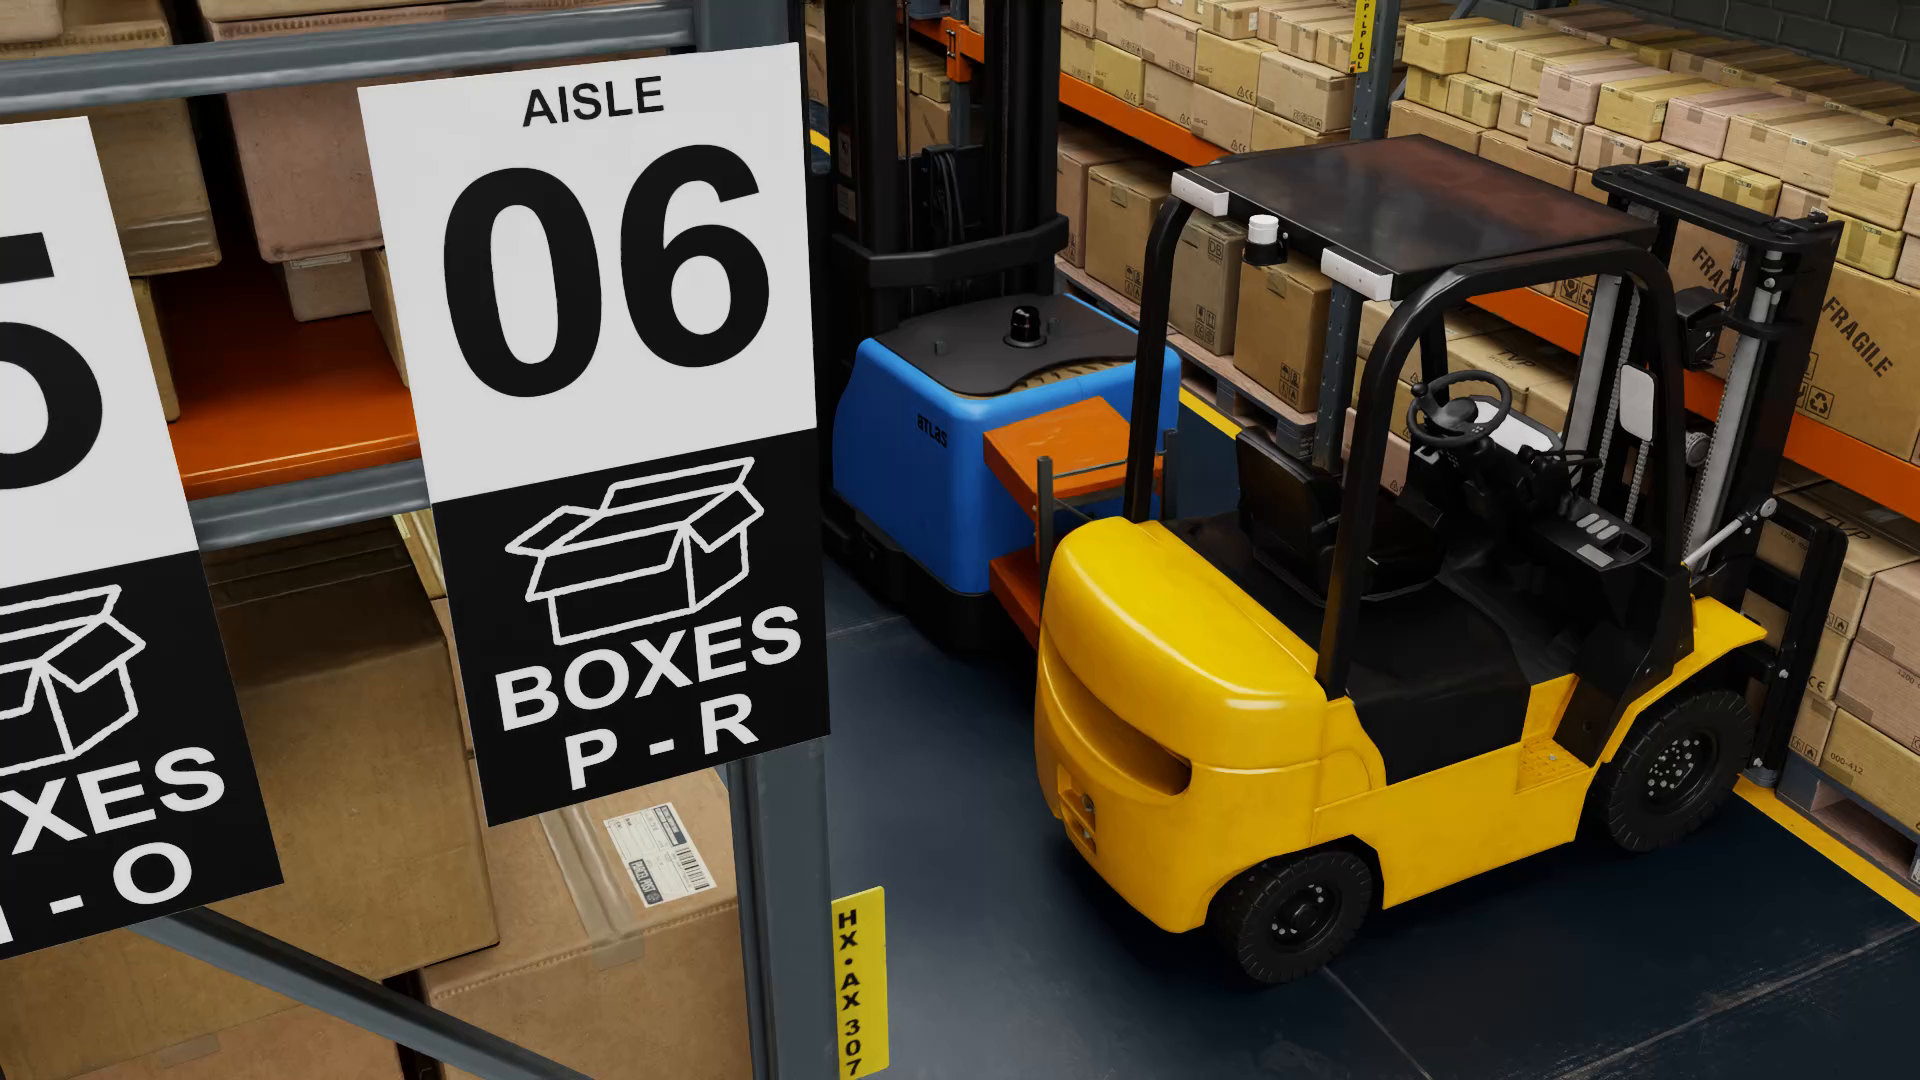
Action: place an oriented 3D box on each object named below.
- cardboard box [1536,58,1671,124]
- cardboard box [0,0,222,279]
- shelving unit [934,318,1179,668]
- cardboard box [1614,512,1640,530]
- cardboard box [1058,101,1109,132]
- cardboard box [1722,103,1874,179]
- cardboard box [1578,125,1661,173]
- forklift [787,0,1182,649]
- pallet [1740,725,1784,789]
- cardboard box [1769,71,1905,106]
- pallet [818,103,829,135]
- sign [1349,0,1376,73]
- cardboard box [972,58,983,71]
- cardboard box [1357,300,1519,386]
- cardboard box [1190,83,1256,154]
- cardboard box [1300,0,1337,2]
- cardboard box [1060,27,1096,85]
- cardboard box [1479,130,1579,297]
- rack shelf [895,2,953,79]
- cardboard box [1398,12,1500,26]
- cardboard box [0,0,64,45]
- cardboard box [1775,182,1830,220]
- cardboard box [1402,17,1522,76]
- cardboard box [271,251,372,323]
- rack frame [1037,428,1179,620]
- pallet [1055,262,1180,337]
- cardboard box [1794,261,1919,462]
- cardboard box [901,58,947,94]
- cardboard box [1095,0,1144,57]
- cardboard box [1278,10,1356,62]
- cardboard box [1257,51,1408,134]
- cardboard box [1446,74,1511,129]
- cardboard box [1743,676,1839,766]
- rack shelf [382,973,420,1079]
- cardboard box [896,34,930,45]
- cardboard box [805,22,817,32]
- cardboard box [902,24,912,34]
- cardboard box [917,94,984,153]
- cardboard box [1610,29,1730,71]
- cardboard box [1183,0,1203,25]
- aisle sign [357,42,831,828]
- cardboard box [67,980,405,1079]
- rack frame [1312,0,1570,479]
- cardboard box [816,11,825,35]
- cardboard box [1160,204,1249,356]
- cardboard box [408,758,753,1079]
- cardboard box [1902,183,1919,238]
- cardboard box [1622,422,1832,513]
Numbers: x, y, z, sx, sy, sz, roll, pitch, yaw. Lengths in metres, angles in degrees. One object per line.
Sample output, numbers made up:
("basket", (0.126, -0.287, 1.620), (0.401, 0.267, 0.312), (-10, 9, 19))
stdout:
("cardboard box", (2.327, -1.627, 6.015), (0.380, 0.149, 0.250), (-12, 32, -21))
("cardboard box", (-1.098, -0.448, 1.764), (0.500, 0.250, 0.500), (-14, 32, -23))
("shelving unit", (0.341, -0.074, 6.196), (0.538, 1.125, 1.048), (-13, 32, -16))
("cardboard box", (2.697, 0.030, 6.000), (0.500, 0.250, 0.500), (-13, 32, -22))
("cardboard box", (0.667, -2.352, 10.377), (0.875, 0.625, 0.625), (-12, 31, -20))
("cardboard box", (2.746, -1.311, 5.451), (0.380, 0.149, 0.250), (-13, 32, -22))
("cardboard box", (2.428, -1.383, 5.884), (0.380, 0.149, 0.250), (-13, 32, -22))
("forklift", (-0.330, -1.544, 7.008), (1.130, 2.935, 3.031), (-17, 33, -27))
("pallet", (2.960, 0.400, 6.322), (1.003, 0.211, 1.213), (-13, 32, -22))
("cardboard box", (3.060, -1.523, 5.829), (0.380, 0.149, 0.250), (-13, 32, -23))
("pallet", (-0.394, -3.143, 12.639), (1.003, 0.211, 1.213), (-13, 32, -22))
("sign", (1.643, -2.069, 6.769), (0.100, 0.325, 0.005), (-13, 32, -22))
("cardboard box", (0.201, -3.371, 11.658), (0.380, 0.149, 0.250), (-13, 32, -21))
("cardboard box", (2.054, -0.857, 7.071), (0.500, 0.250, 0.500), (-14, 32, -23))
("cardboard box", (1.456, -2.040, 7.974), (0.500, 0.250, 0.500), (-13, 32, -22))
("cardboard box", (1.869, -2.592, 8.040), (0.380, 0.149, 0.250), (-13, 32, -22))
("cardboard box", (0.821, -2.721, 9.190), (0.500, 0.250, 0.500), (-14, 32, -24))
("cardboard box", (2.323, -1.283, 6.368), (0.500, 0.500, 0.500), (-13, 32, -21))
("rack shelf", (-0.447, -4.053, 12.147), (1.077, 0.370, 4.000), (-13, 32, -22))
("cardboard box", (2.172, -2.243, 7.418), (0.380, 0.149, 0.250), (-14, 32, -23))
("cardboard box", (-1.047, -0.540, 1.520), (0.380, 0.149, 0.250), (-13, 32, -22))
("cardboard box", (2.846, -1.061, 5.310), (0.380, 0.149, 0.250), (-13, 32, -22))
("cardboard box", (1.998, -1.970, 6.626), (0.380, 0.149, 0.250), (-12, 32, -21))
("cardboard box", (-0.678, -0.416, 2.116), (0.380, 0.149, 0.250), (-14, 32, -24))
("rack frame", (0.515, 0.165, 5.783), (0.500, 1.125, 0.032), (-13, 32, -16))
("pallet", (1.250, -1.357, 9.454), (1.003, 0.211, 1.213), (-13, 32, -22))
("cardboard box", (2.963, -0.613, 5.174), (0.500, 0.500, 0.500), (-14, 32, -23))
("cardboard box", (-0.174, -3.138, 11.243), (0.380, 0.149, 0.250), (-15, 33, -25))
("cardboard box", (1.046, -2.712, 8.662), (0.500, 0.250, 0.500), (-13, 32, -21))
("cardboard box", (1.655, -2.257, 7.444), (0.380, 0.149, 0.250), (-14, 32, -23))
("cardboard box", (1.688, -2.032, 7.450), (0.500, 0.250, 0.500), (-14, 32, -23))
("cardboard box", (2.141, -1.733, 6.508), (0.380, 0.149, 0.250), (-12, 32, -21))
("cardboard box", (2.948, 0.481, 5.708), (0.500, 0.250, 0.500), (-13, 32, -21))
("rack shelf", (-1.494, 0.525, 3.983), (1.077, 0.370, 4.000), (-13, 32, -22))
("cardboard box", (-0.427, -3.500, 11.888), (0.380, 0.149, 0.250), (-14, 32, -23))
("cardboard box", (-1.063, -3.849, 13.174), (0.500, 0.500, 0.500), (-14, 32, -23))
("cardboard box", (-0.211, -3.843, 12.500), (0.380, 0.149, 0.250), (-14, 32, -24))
("cardboard box", (0.036, -2.718, 11.156), (0.500, 0.500, 0.500), (-12, 31, -21))
("cardboard box", (2.735, -1.861, 6.433), (0.380, 0.149, 0.250), (-13, 32, -22))
("cardboard box", (1.309, -2.594, 8.043), (0.380, 0.149, 0.250), (-14, 32, -23))
("aisle sign", (-0.328, -0.077, 1.663), (0.394, 0.787, 0.004), (-13, 32, -22))
("cardboard box", (-1.117, 0.739, 2.459), (0.500, 0.500, 0.500), (-14, 32, -23))
("rack frame", (2.129, -1.716, 7.244), (1.000, 3.000, 0.127), (-13, 32, -22))
("cardboard box", (-0.879, -3.958, 12.705), (0.380, 0.149, 0.250), (-13, 32, -22))
("cardboard box", (1.569, -1.436, 8.743), (0.875, 0.625, 0.625), (-13, 32, -22))
("cardboard box", (-0.588, 0.654, 2.611), (0.500, 0.500, 0.500), (-14, 32, -23))
("cardboard box", (2.980, -0.949, 4.807), (0.380, 0.149, 0.250), (-12, 32, -21))
("cardboard box", (2.706, -0.178, 5.860), (0.500, 0.250, 0.500), (-14, 32, -23))
